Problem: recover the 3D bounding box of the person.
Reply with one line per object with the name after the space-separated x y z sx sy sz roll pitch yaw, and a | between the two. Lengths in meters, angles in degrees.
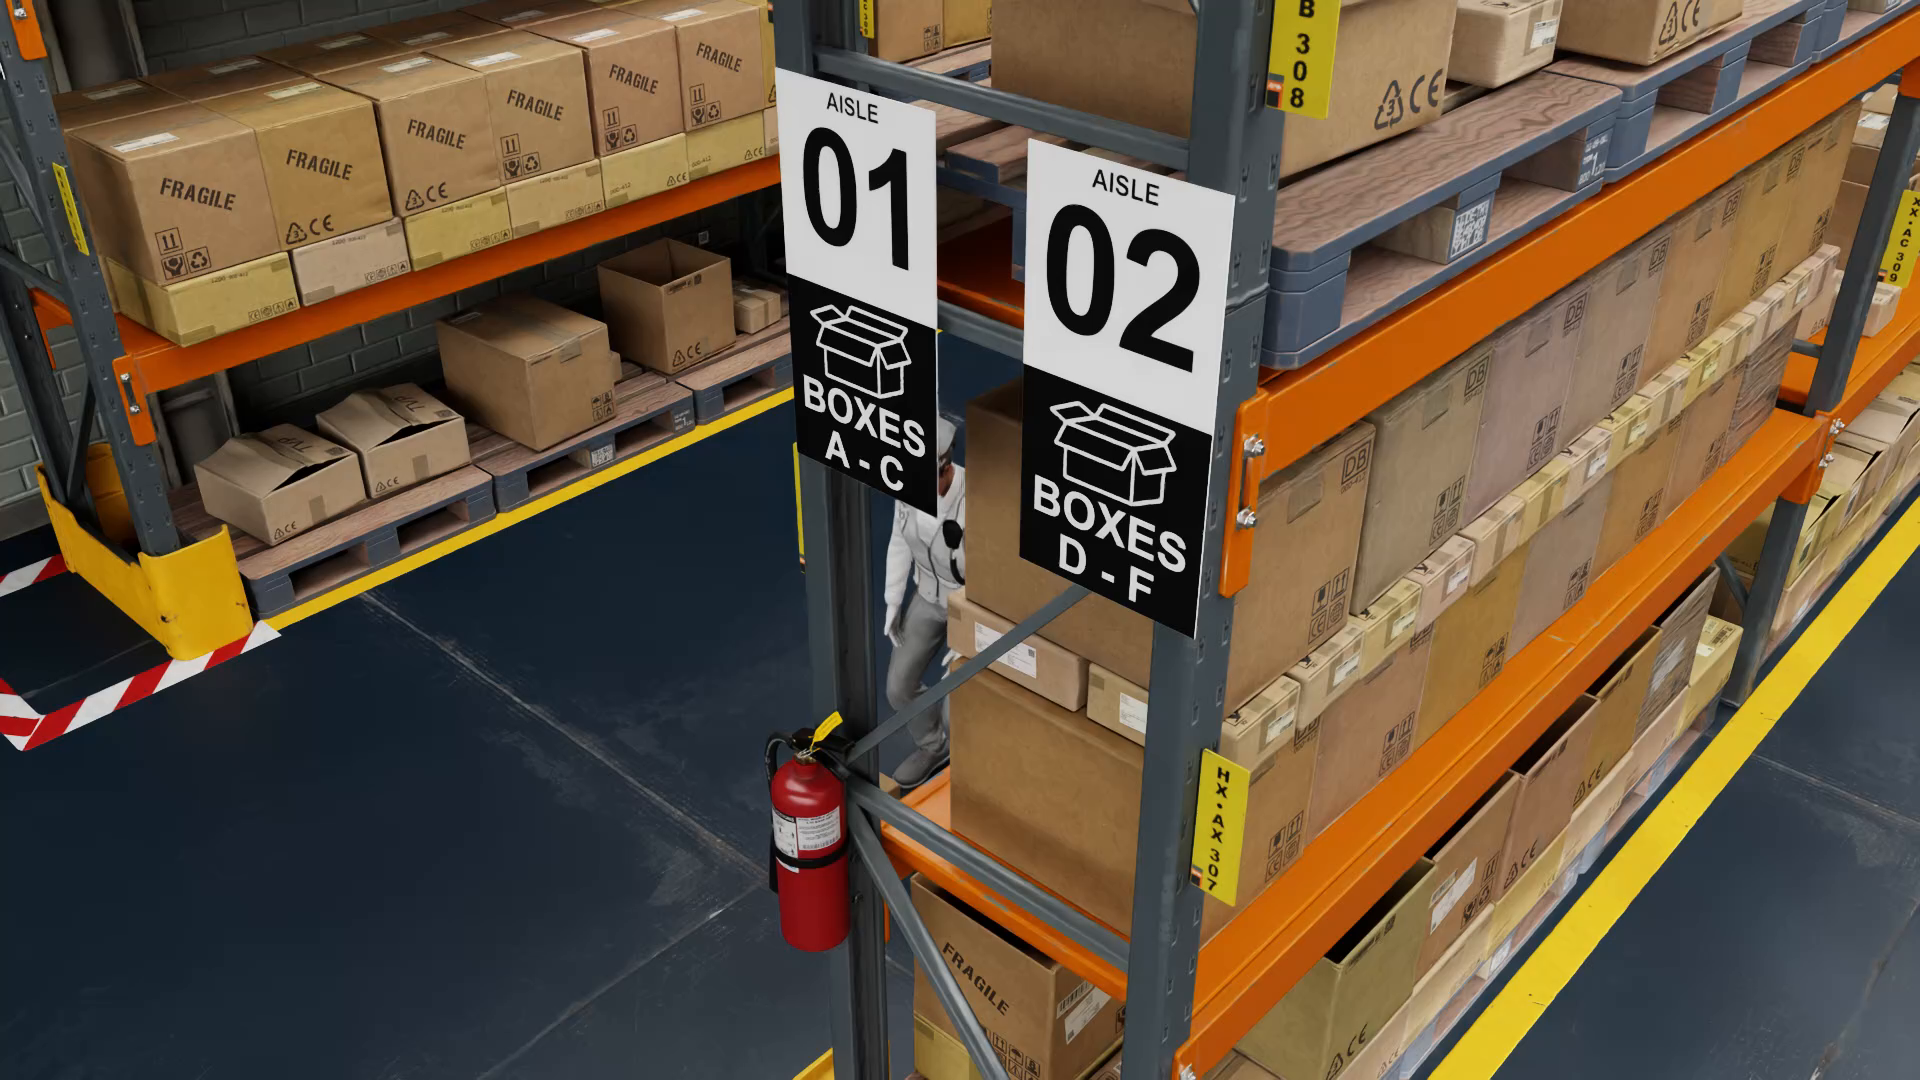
-0.042 0.263 5.802 0.516 1.576 0.526 26 40 36 | person
